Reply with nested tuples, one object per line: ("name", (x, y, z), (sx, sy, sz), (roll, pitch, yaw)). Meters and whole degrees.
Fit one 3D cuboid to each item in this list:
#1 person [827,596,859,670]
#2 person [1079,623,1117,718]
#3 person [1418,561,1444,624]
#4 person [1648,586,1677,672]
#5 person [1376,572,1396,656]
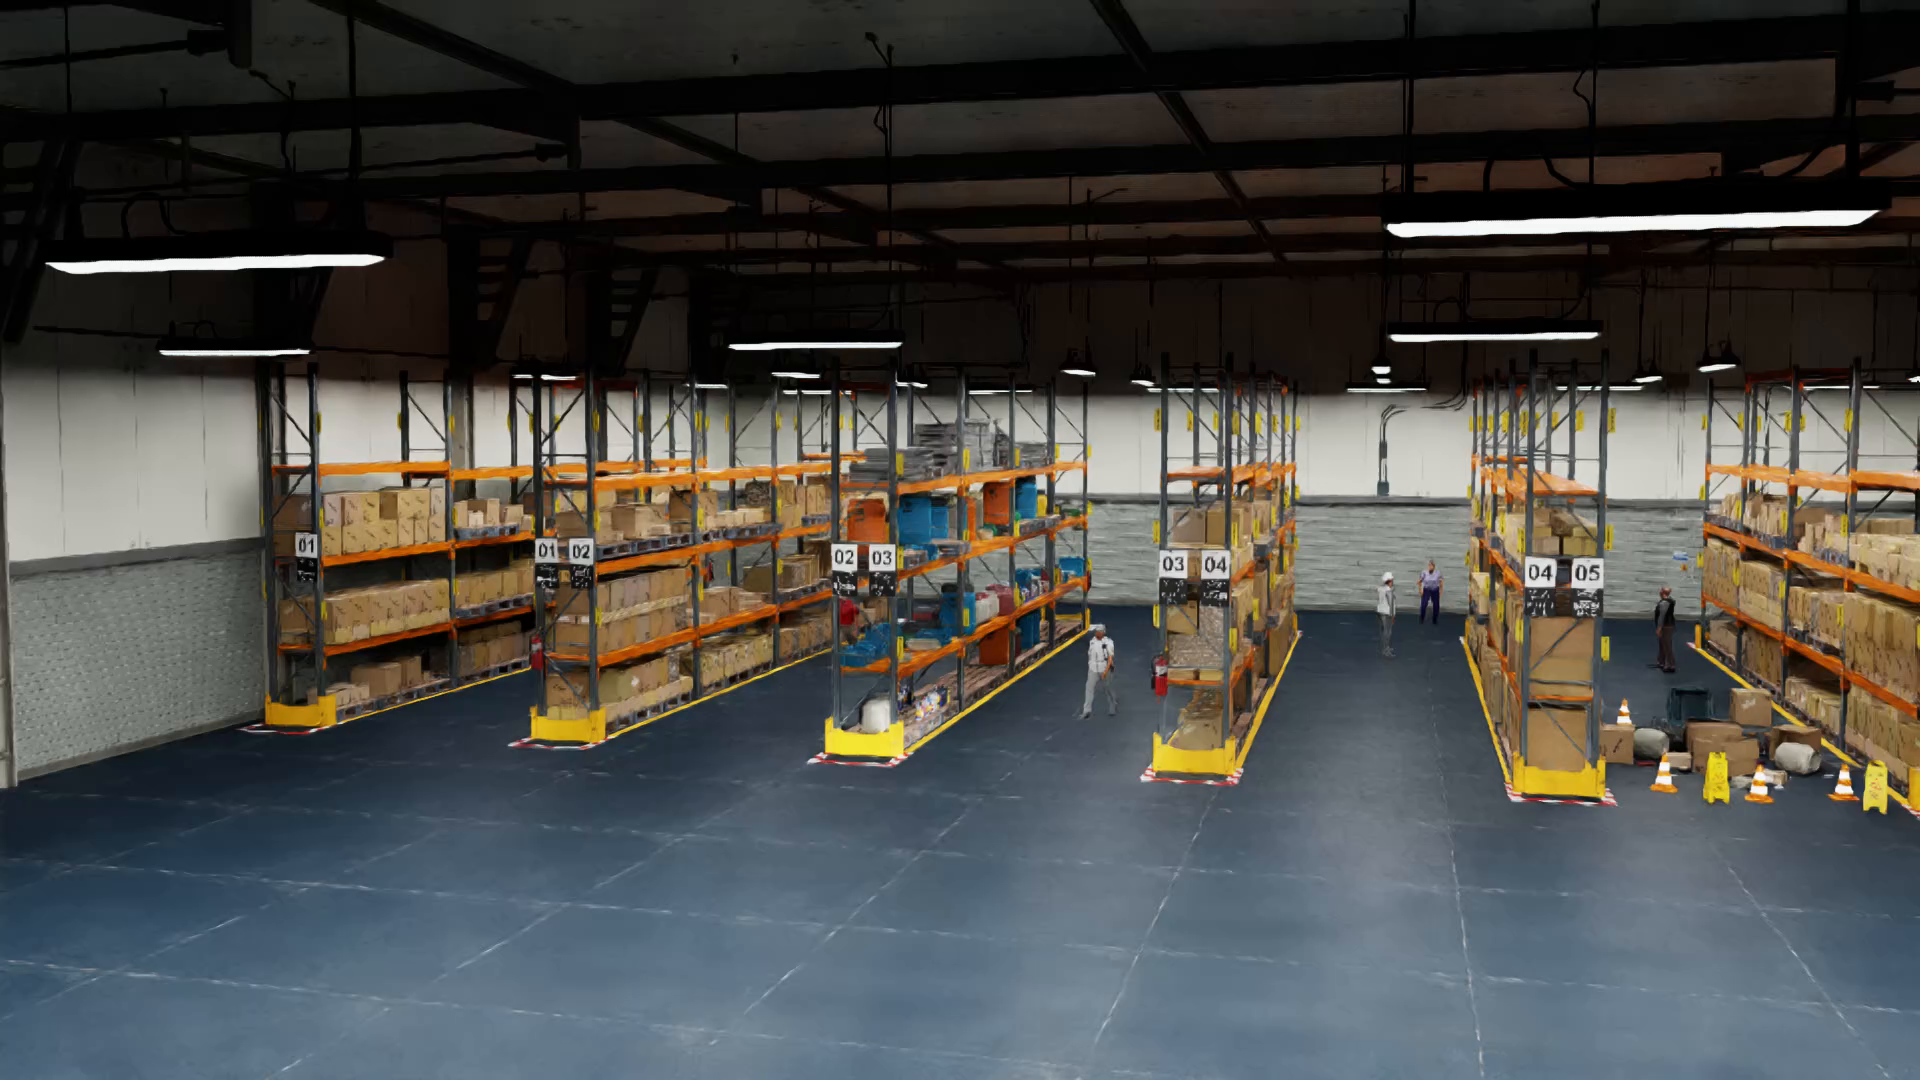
("person", (-2.322, 1.787, 33.774), (0.540, 1.646, 1.120), (1, 4, 13))
("person", (2.389, 2.203, 28.222), (0.479, 1.594, 0.977), (2, 4, 24))
("person", (11.694, 1.307, 41.327), (0.625, 1.596, 0.510), (1, 4, 13))
("person", (14.178, 1.773, 33.521), (0.587, 1.718, 0.646), (3, 5, 33))
("person", (9.220, 1.584, 35.752), (0.463, 1.782, 0.598), (-1, 4, -8))
